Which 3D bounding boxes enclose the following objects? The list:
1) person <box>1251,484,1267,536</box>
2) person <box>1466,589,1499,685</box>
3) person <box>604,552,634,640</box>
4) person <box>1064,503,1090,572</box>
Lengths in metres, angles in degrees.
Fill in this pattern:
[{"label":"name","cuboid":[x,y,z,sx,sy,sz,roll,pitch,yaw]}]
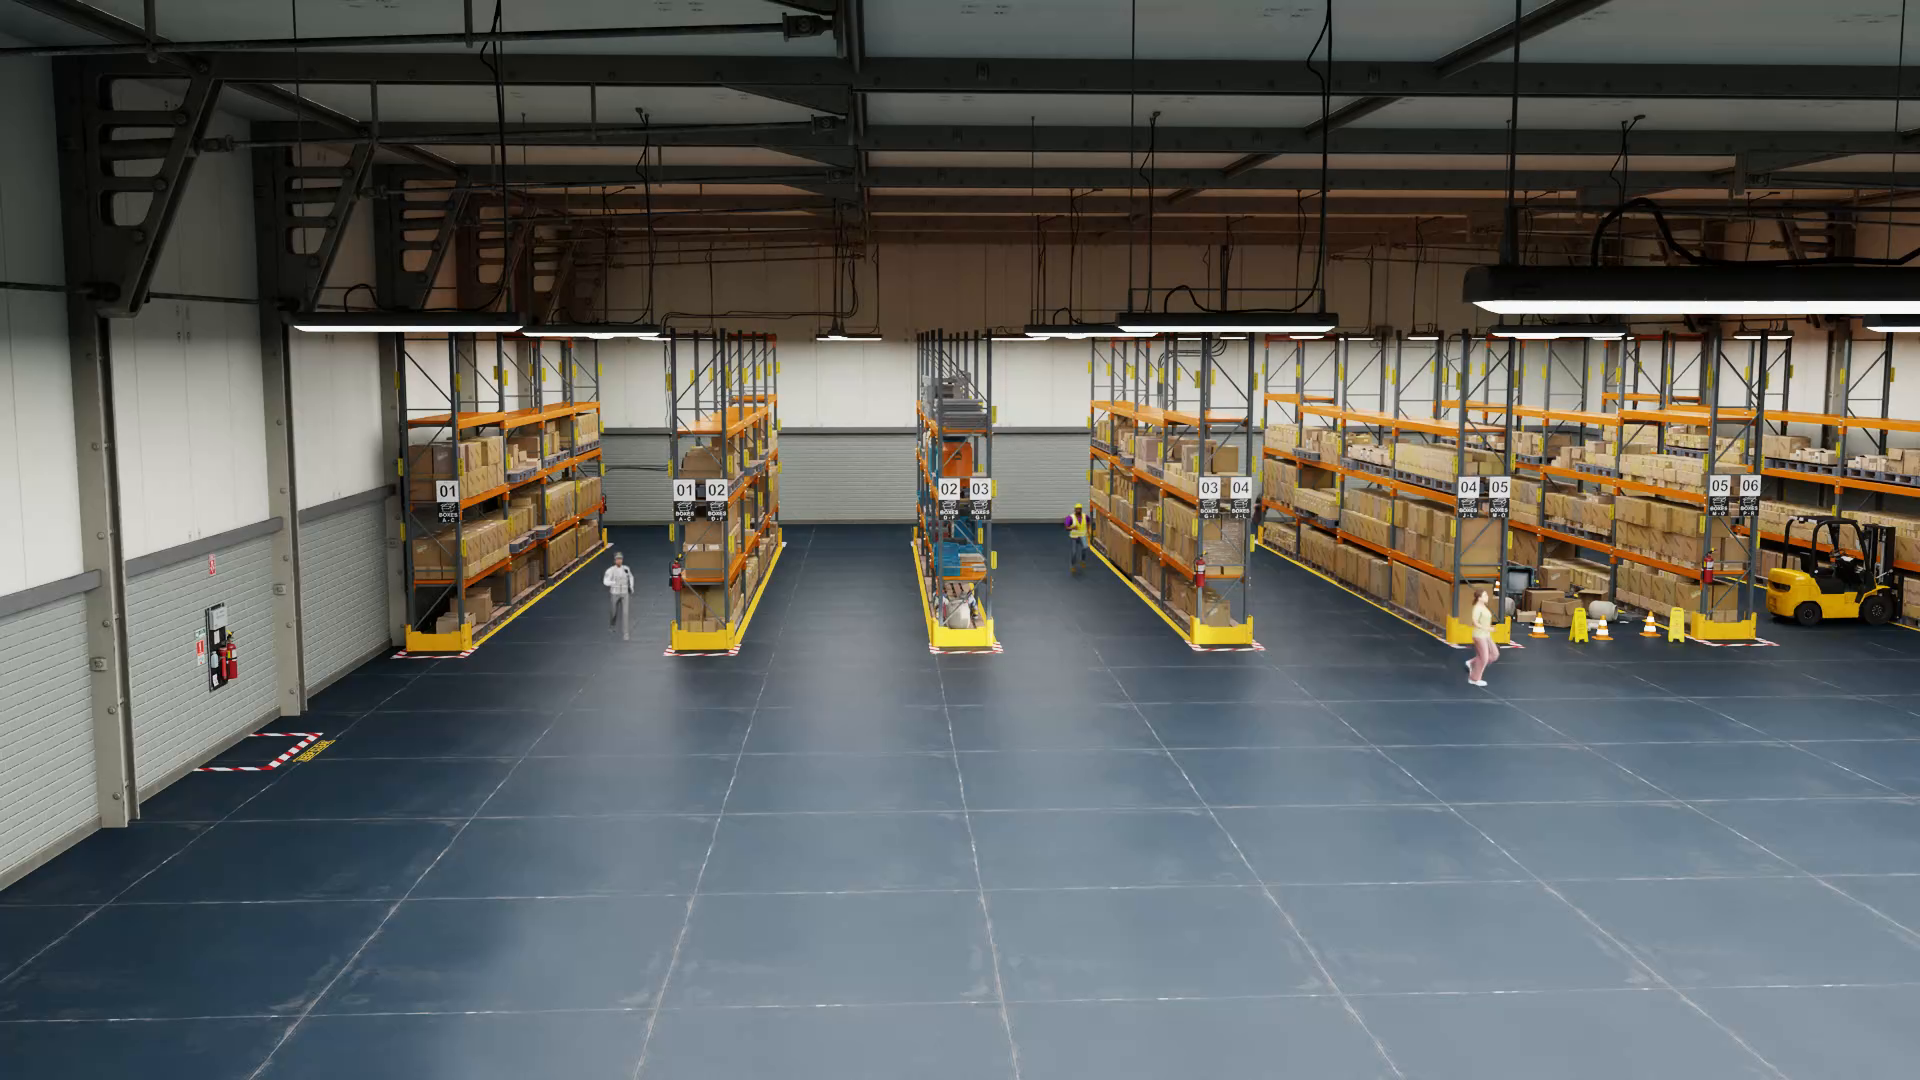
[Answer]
[{"label":"person","cuboid":[8.857,-0.901,49.249,0.561,1.640,0.762,3,7,21]},{"label":"person","cuboid":[8.770,1.632,27.935,0.542,1.631,0.576,5,8,34]},{"label":"person","cuboid":[-6.616,1.058,32.329,0.612,1.677,0.939,-3,7,-21]},{"label":"person","cuboid":[2.909,-0.049,41.179,0.689,1.755,0.849,-1,7,-6]}]
